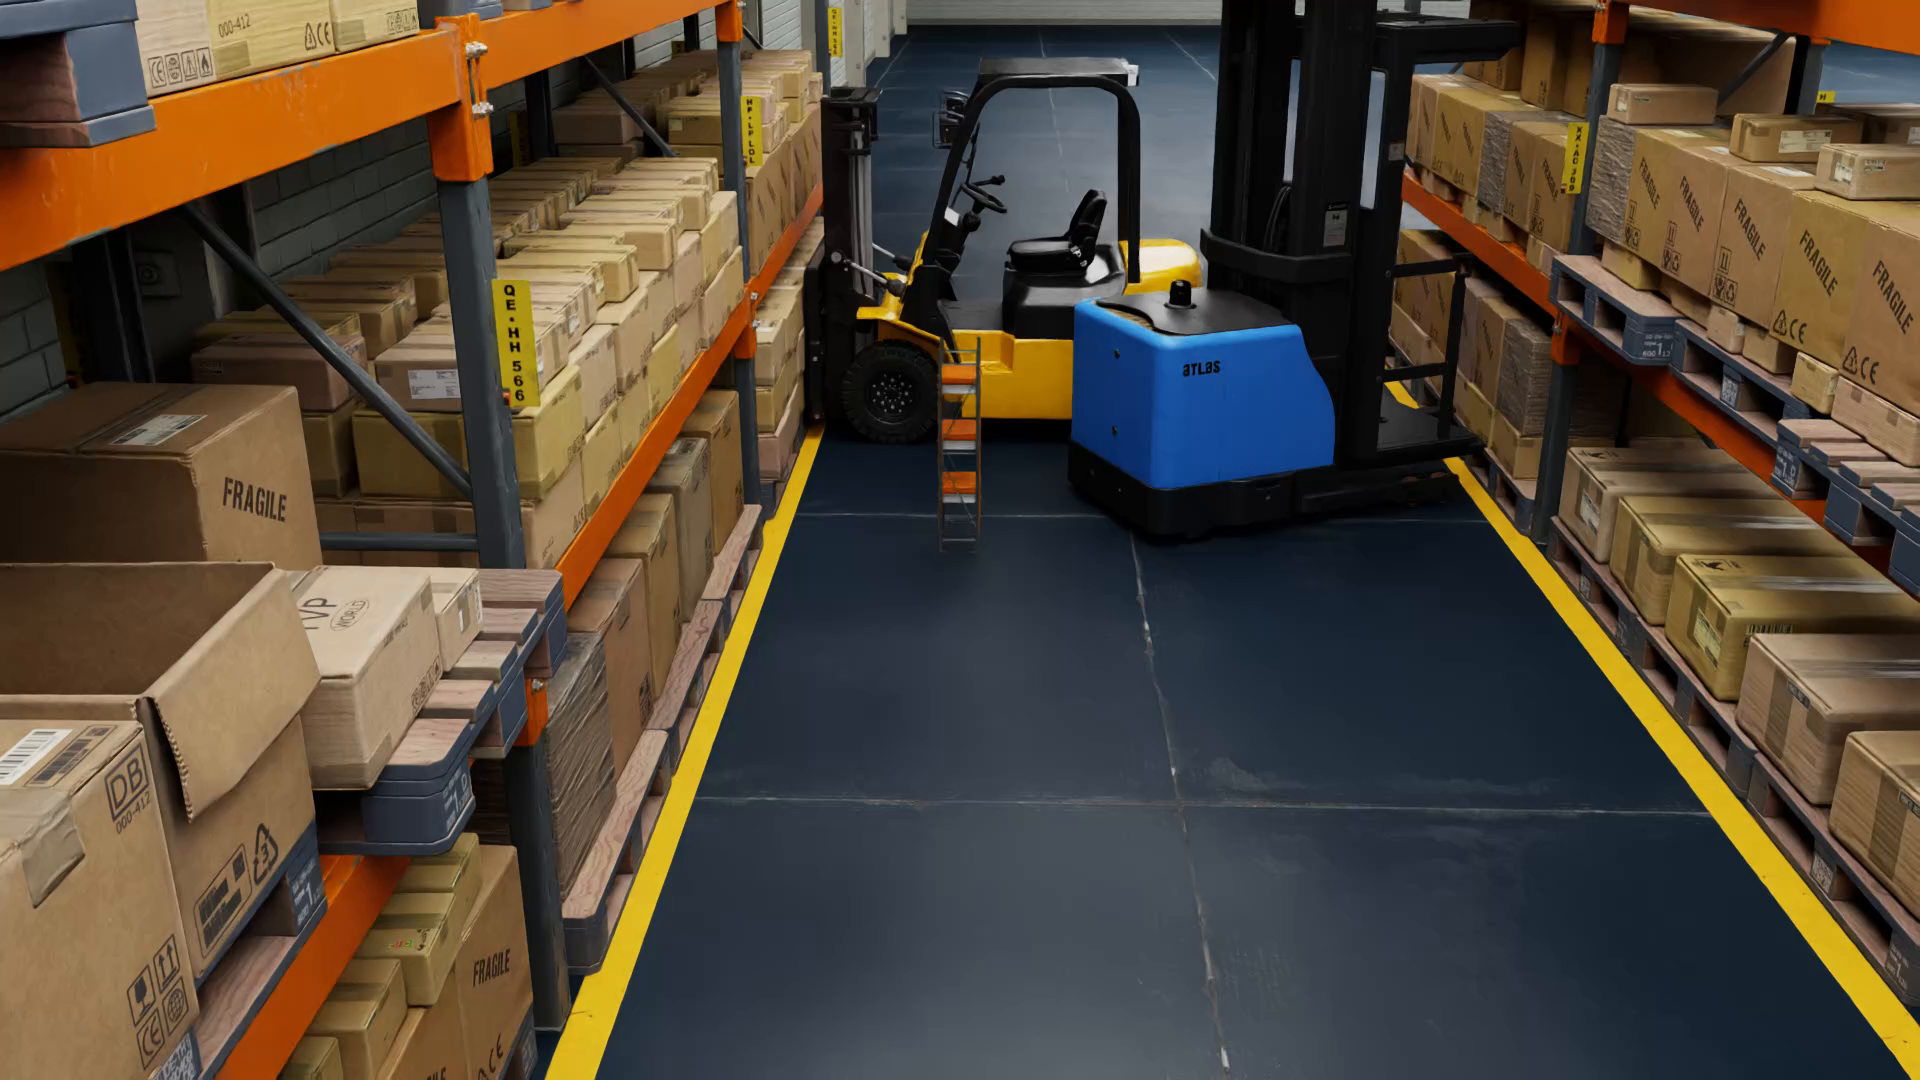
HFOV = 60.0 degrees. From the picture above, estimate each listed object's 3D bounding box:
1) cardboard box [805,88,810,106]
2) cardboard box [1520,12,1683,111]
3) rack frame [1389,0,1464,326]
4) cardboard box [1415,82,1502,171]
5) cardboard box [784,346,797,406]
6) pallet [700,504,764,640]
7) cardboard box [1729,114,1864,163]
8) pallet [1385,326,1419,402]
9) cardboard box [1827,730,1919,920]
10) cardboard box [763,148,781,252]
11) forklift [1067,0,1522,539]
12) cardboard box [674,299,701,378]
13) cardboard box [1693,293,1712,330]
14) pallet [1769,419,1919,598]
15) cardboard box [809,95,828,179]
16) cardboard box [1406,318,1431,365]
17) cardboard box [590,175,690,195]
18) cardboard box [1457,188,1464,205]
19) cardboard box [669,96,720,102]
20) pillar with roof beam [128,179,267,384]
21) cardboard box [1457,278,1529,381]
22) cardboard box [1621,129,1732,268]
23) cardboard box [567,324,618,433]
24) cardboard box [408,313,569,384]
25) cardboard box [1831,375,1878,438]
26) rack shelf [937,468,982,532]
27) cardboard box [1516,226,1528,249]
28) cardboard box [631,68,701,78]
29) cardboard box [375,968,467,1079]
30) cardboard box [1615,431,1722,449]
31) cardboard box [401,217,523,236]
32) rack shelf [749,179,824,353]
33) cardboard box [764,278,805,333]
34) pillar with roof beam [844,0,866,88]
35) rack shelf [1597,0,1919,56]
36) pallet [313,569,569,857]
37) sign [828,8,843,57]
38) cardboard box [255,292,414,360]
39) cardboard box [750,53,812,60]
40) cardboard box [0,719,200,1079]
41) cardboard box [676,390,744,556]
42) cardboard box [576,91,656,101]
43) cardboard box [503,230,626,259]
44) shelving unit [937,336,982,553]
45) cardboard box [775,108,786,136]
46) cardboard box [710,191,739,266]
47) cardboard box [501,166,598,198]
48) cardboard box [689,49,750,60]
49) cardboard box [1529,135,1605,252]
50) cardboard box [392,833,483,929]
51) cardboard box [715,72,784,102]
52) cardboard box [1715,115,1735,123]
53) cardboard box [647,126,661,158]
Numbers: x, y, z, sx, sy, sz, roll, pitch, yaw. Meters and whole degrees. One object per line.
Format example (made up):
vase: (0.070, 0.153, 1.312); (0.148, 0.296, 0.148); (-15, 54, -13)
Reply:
cardboard box: (-1.189, -2.917, 10.866); (0.380, 0.149, 0.250); (1, 21, 3)
cardboard box: (3.664, -2.746, 9.529); (0.700, 0.500, 0.500); (1, 21, 1)
rack frame: (3.551, -2.829, 11.674); (1.000, 3.000, 0.127); (1, 21, 2)
cardboard box: (3.246, -2.659, 10.686); (0.500, 0.500, 0.500); (1, 21, 3)
cardboard box: (-1.196, -0.937, 9.326); (0.500, 0.250, 0.500); (1, 21, 1)
pallet: (-1.516, 0.131, 7.901); (1.003, 0.211, 1.213); (1, 21, 2)
cardboard box: (3.131, -1.506, 6.238); (0.380, 0.149, 0.250); (2, 21, 5)
pallet: (3.488, -1.208, 11.352); (1.003, 0.211, 1.213); (1, 21, 2)
cardboard box: (3.335, 0.888, 5.145); (0.950, 0.372, 0.625); (-1, 21, -2)
cardboard box: (-1.259, -1.829, 8.958); (0.500, 0.500, 0.500); (1, 21, 3)
forklift: (2.160, -1.706, 8.875); (3.031, 2.935, 1.130); (-9, 23, -22)
cardboard box: (-1.342, -0.820, 6.703); (0.500, 0.250, 0.500); (1, 21, 2)
cardboard box: (3.089, -0.890, 6.442); (0.380, 0.149, 0.250); (1, 21, 2)
pallet: (3.223, -0.106, 4.921); (1.213, 0.211, 1.003); (1, 21, 2)
cardboard box: (-1.163, -2.748, 11.327); (0.500, 0.500, 0.500); (0, 21, 0)
cardboard box: (3.227, -1.270, 10.876); (0.500, 0.250, 0.500); (1, 21, 4)
cardboard box: (-1.371, -1.478, 7.156); (0.380, 0.149, 0.250); (1, 21, 2)
cardboard box: (3.275, -2.124, 10.203); (0.380, 0.149, 0.250); (1, 21, 3)
cardboard box: (-1.310, -2.224, 8.667); (0.380, 0.149, 0.250); (0, 21, 1)
pillar with roof beam: (1.788, -3.221, 4.390); (9.100, 9.000, 0.400); (1, 21, 2)
cardboard box: (3.207, -1.232, 9.741); (0.500, 0.500, 0.500); (2, 21, 4)
cardboard box: (3.113, -1.417, 6.903); (0.500, 0.500, 0.500); (1, 21, 2)
cardboard box: (-1.380, -0.492, 5.166); (0.500, 0.250, 0.500); (1, 21, 3)
cardboard box: (-1.343, -0.548, 4.758); (0.380, 0.149, 0.250); (1, 21, 3)
cardboard box: (2.996, -0.417, 5.223); (0.380, 0.149, 0.250); (0, 21, -1)
rack shelf: (-0.002, -0.201, 8.394); (0.215, 0.259, 0.240); (1, 21, 2)
cardboard box: (3.242, -1.659, 9.005); (0.380, 0.149, 0.250); (0, 21, 1)
cardboard box: (-1.782, -2.783, 10.108); (0.380, 0.149, 0.250); (0, 21, 0)
cardboard box: (-1.478, 1.316, 3.866); (0.500, 0.500, 0.500); (0, 21, 1)
cardboard box: (3.717, -0.507, 8.910); (0.500, 0.250, 0.500); (0, 21, -1)
cardboard box: (-1.851, -1.110, 6.208); (0.380, 0.149, 0.250); (1, 21, 2)
rack shelf: (-1.472, -1.824, 10.078); (1.077, 0.370, 4.000); (1, 21, 2)
cardboard box: (-1.175, -1.353, 9.706); (0.500, 0.250, 0.500); (1, 21, 3)
pillar with roof beam: (2.518, -11.898, 26.754); (9.100, 9.000, 0.400); (1, 21, 2)
rack shelf: (3.368, -1.723, 5.670); (1.077, 0.370, 4.000); (1, 21, 2)
pallet: (-1.605, 0.345, 3.758); (1.213, 0.211, 1.003); (1, 21, 2)
sign: (-0.869, -3.522, 11.531); (0.100, 0.325, 0.005); (1, 21, 2)
cardboard box: (-1.881, -0.648, 5.017); (0.380, 0.149, 0.250); (1, 21, 2)
cardboard box: (-1.188, -3.149, 11.052); (0.380, 0.149, 0.250); (1, 21, 2)
cardboard box: (-1.498, 0.570, 2.193); (0.700, 0.500, 0.500); (1, 21, 1)
cardboard box: (-1.537, -0.336, 7.951); (0.875, 0.625, 0.625); (2, 21, 4)
cardboard box: (-1.836, -2.320, 8.915); (0.380, 0.149, 0.250); (0, 21, 1)
cardboard box: (-1.410, -1.013, 5.958); (0.380, 0.149, 0.250); (1, 21, 2)
shelving unit: (-0.002, -0.470, 8.289); (0.215, 1.050, 0.252); (1, 21, 2)
cardboard box: (-1.192, -2.360, 9.430); (0.380, 0.149, 0.250); (0, 21, 0)
cardboard box: (-1.292, -1.419, 7.556); (0.500, 0.250, 0.500); (0, 21, 0)
cardboard box: (-1.818, -1.564, 7.379); (0.380, 0.149, 0.250); (0, 21, 0)
cardboard box: (-1.635, -3.251, 11.315); (0.380, 0.149, 0.250); (0, 21, 1)
cardboard box: (3.194, -1.732, 8.296); (0.500, 0.500, 0.500); (0, 21, 0)
cardboard box: (-1.416, 0.859, 4.148); (0.380, 0.149, 0.250); (0, 21, -1)
cardboard box: (-1.252, -2.684, 9.853); (0.380, 0.149, 0.250); (1, 21, 2)
cardboard box: (3.644, -1.595, 7.362); (0.500, 0.500, 0.500); (0, 21, 1)
cardboard box: (-1.790, -2.091, 8.736); (0.380, 0.149, 0.250); (1, 21, 3)
